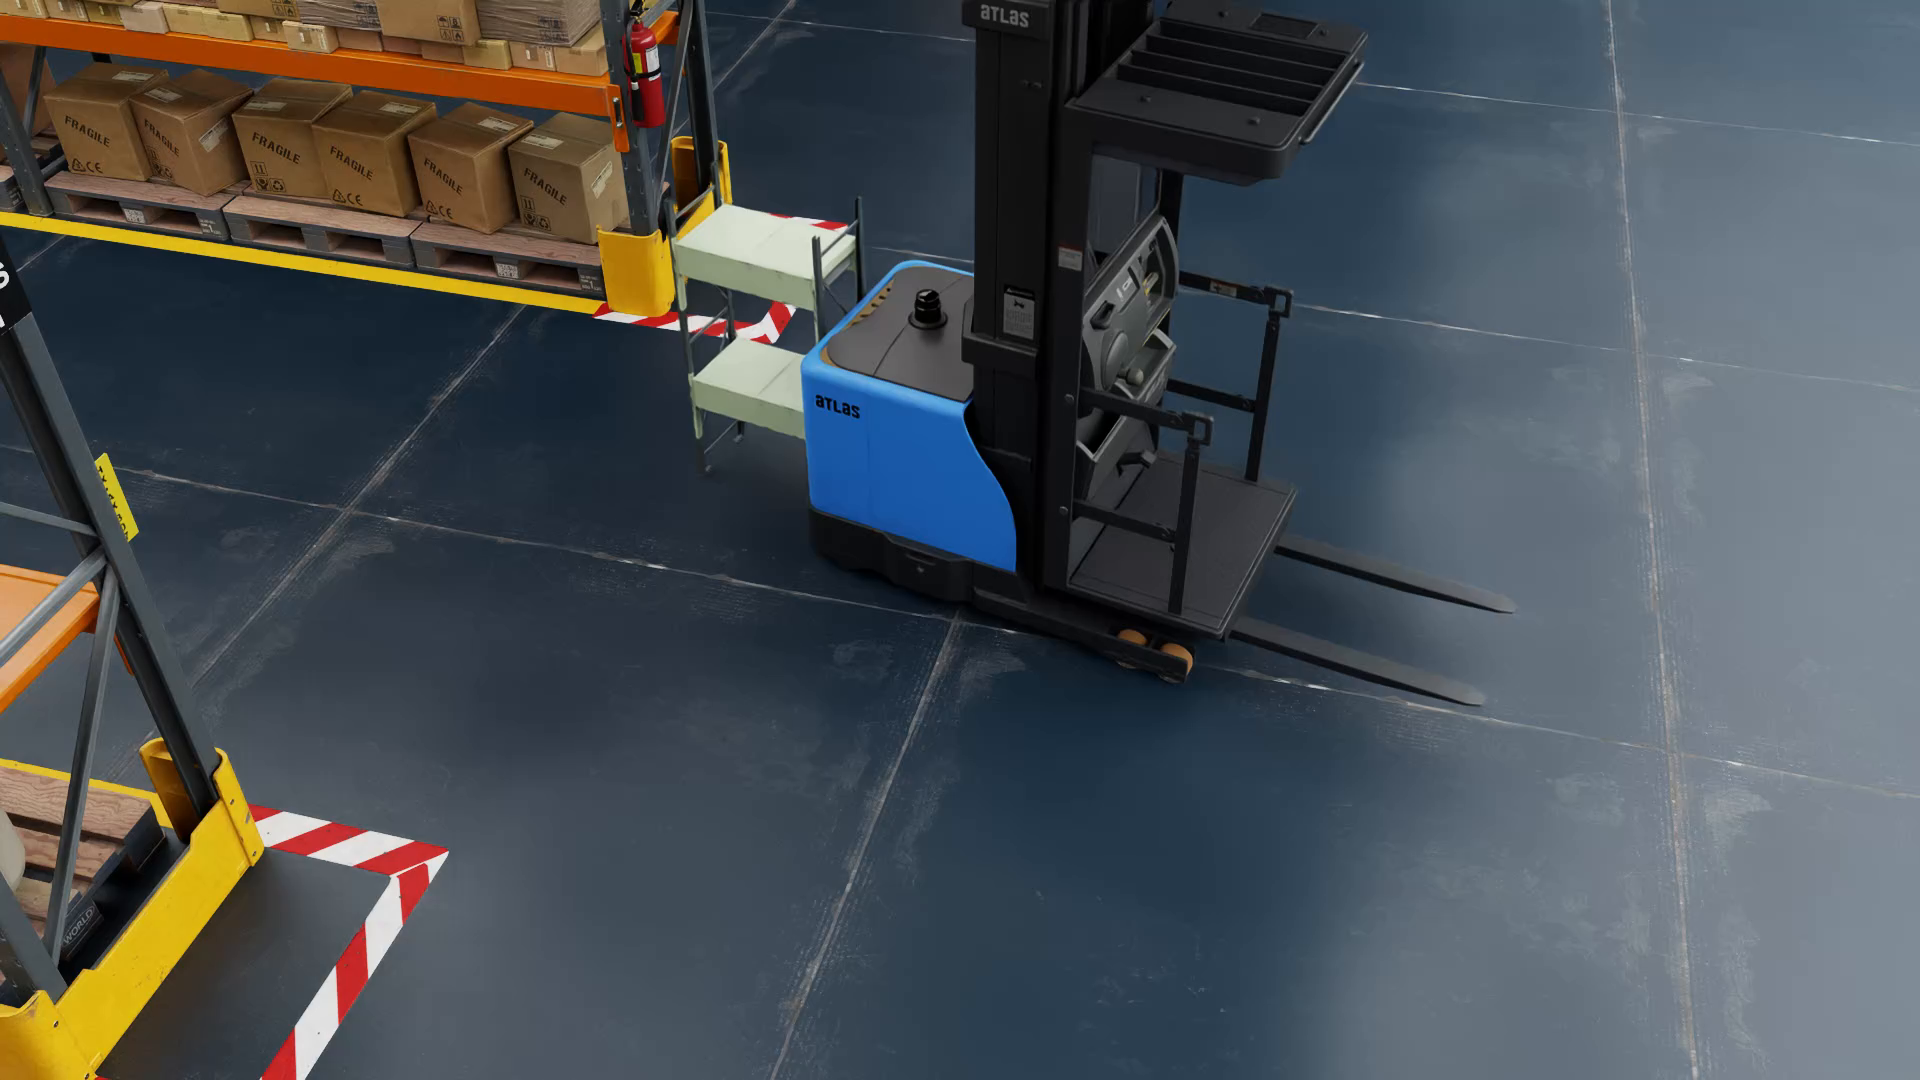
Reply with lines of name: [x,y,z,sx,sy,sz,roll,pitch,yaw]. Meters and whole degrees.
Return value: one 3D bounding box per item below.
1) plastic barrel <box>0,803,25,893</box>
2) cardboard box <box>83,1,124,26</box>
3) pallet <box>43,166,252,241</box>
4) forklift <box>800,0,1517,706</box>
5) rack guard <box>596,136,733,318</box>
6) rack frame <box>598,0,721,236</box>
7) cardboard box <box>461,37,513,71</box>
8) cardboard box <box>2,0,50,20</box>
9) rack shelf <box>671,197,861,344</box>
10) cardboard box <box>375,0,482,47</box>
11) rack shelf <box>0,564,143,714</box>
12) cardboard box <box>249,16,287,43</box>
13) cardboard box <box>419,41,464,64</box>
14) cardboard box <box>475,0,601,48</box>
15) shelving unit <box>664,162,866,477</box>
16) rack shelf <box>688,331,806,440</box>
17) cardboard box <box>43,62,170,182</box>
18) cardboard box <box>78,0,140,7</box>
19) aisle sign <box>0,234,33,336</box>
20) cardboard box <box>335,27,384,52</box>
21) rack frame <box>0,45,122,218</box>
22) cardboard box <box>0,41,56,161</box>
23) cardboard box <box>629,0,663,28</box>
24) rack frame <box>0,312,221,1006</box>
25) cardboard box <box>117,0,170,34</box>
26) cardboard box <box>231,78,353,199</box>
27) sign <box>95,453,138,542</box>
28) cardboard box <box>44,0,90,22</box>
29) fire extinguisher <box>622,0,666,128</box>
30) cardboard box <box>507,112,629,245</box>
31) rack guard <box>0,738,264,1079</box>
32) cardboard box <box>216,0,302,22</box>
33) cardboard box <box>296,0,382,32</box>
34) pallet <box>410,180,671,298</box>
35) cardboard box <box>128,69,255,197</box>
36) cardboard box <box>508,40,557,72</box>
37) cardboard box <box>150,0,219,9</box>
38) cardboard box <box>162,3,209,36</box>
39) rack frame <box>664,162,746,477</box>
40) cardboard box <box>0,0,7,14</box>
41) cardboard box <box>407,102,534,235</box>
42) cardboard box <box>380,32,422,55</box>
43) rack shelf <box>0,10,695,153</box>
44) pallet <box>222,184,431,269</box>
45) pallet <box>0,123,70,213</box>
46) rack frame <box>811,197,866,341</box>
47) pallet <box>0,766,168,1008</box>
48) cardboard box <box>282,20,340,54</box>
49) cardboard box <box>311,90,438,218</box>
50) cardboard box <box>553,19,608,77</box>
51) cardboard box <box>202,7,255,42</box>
plastic barrel: [-3.527,1.055,5.769,0.421,0.512,0.421,0,40,0]
cardboard box: [-4.595,-2.988,9.171,0.250,0.149,0.380,10,41,11]
pallet: [-4.798,-2.259,10.276,1.213,0.211,1.003,10,41,11]
forklift: [0.865,-0.912,6.557,3.031,2.935,1.130,17,43,20]
rack guard: [-1.665,-1.807,9.513,0.348,0.500,1.175,10,41,11]
rack frame: [-1.592,-2.752,8.694,0.127,3.000,1.000,10,41,11]
cardboard box: [-2.416,-2.626,8.740,0.250,0.149,0.380,10,41,11]
cardboard box: [-5.088,-3.048,9.242,0.250,0.149,0.380,10,41,11]
rack shelf: [-0.849,-1.194,7.399,0.720,0.370,0.431,17,43,20]
cardboard box: [-2.630,-3.021,8.706,0.500,0.500,0.875,10,41,11]
rack shelf: [-4.804,0.268,5.657,4.000,0.370,1.077,10,41,11]
cardboard box: [-3.620,-2.843,8.999,0.250,0.149,0.380,10,41,11]
cardboard box: [-2.654,-2.677,8.801,0.250,0.149,0.380,10,41,11]
cardboard box: [-2.116,-3.012,8.695,0.500,0.500,0.875,10,41,11]
shelving unit: [-0.849,-0.895,7.650,0.755,1.500,0.431,17,43,20]
rack shelf: [-0.849,-0.646,7.859,0.720,0.370,0.431,17,43,20]
cardboard box: [-5.080,-2.529,10.046,0.500,0.500,0.500,9,41,10]
cardboard box: [-4.563,-3.351,9.098,0.500,0.500,0.875,10,41,11]
aisle sign: [-2.727,-0.840,4.396,0.004,0.787,0.394,10,41,11]
cardboard box: [-3.132,-2.772,8.914,0.250,0.149,0.380,10,41,11]
rack frame: [-5.456,-3.417,9.486,0.127,3.000,1.000,10,41,11]
cardboard box: [-6.043,-2.743,10.286,0.500,0.500,0.700,7,41,8]
cardboard box: [-1.805,-2.851,9.008,0.250,0.149,0.380,10,41,11]
rack frame: [-2.872,0.325,5.030,0.127,3.000,1.000,10,41,11]
cardboard box: [-4.364,-2.921,9.091,0.250,0.149,0.380,10,41,11]
cardboard box: [-3.904,-2.384,9.873,0.500,0.500,0.500,6,40,8]
sign: [-2.725,-0.122,5.347,0.005,0.325,0.100,10,41,11]
cardboard box: [-4.839,-3.024,9.213,0.250,0.149,0.380,10,41,11]
fire extinguisher: [-1.600,-2.417,8.355,0.183,0.674,0.296,10,41,11]
cardboard box: [-2.190,-2.069,9.499,0.500,0.500,0.500,17,43,19]
rack guard: [-2.957,1.299,5.814,0.348,0.500,1.175,10,41,11]
cardboard box: [-3.582,-3.221,8.944,0.500,0.500,0.875,10,41,11]
cardboard box: [-3.102,-3.131,8.836,0.500,0.500,0.875,10,41,11]
pallet: [-2.441,-1.853,9.793,1.213,0.211,1.003,10,41,11]
cardboard box: [-4.524,-2.438,9.938,0.500,0.500,0.500,23,45,25]
cardboard box: [-2.162,-2.616,8.728,0.250,0.149,0.380,10,41,11]
cardboard box: [-4.054,-3.330,9.074,0.500,0.500,0.875,10,41,11]
cardboard box: [-4.112,-2.905,9.072,0.250,0.149,0.380,10,41,11]
rack frame: [-1.178,-0.998,7.773,0.023,1.500,0.400,17,43,20]
cardboard box: [-5.326,-3.098,9.301,0.250,0.149,0.380,10,41,11]
cardboard box: [-2.777,-2.148,9.592,0.500,0.500,0.500,20,44,23]
cardboard box: [-2.885,-2.745,8.881,0.250,0.149,0.380,10,41,11]
rack shelf: [-3.524,-2.809,9.321,4.000,0.370,1.077,10,41,11]
pallet: [-3.615,-2.058,10.036,1.213,0.211,1.003,10,41,11]
pallet: [-6.208,-2.477,10.536,1.213,0.211,1.003,10,41,11]
rack frame: [-0.520,-0.792,7.527,0.023,1.500,0.400,17,43,20]
pallet: [-3.741,1.272,6.072,1.213,0.211,1.003,10,41,11]
cardboard box: [-3.396,-2.759,8.898,0.250,0.149,0.380,10,41,11]
cardboard box: [-3.377,-2.263,9.730,0.500,0.500,0.500,13,42,15]
cardboard box: [-1.920,-2.575,8.678,0.250,0.149,0.380,10,41,11]
cardboard box: [-3.873,-2.857,9.014,0.250,0.149,0.380,10,41,11]
